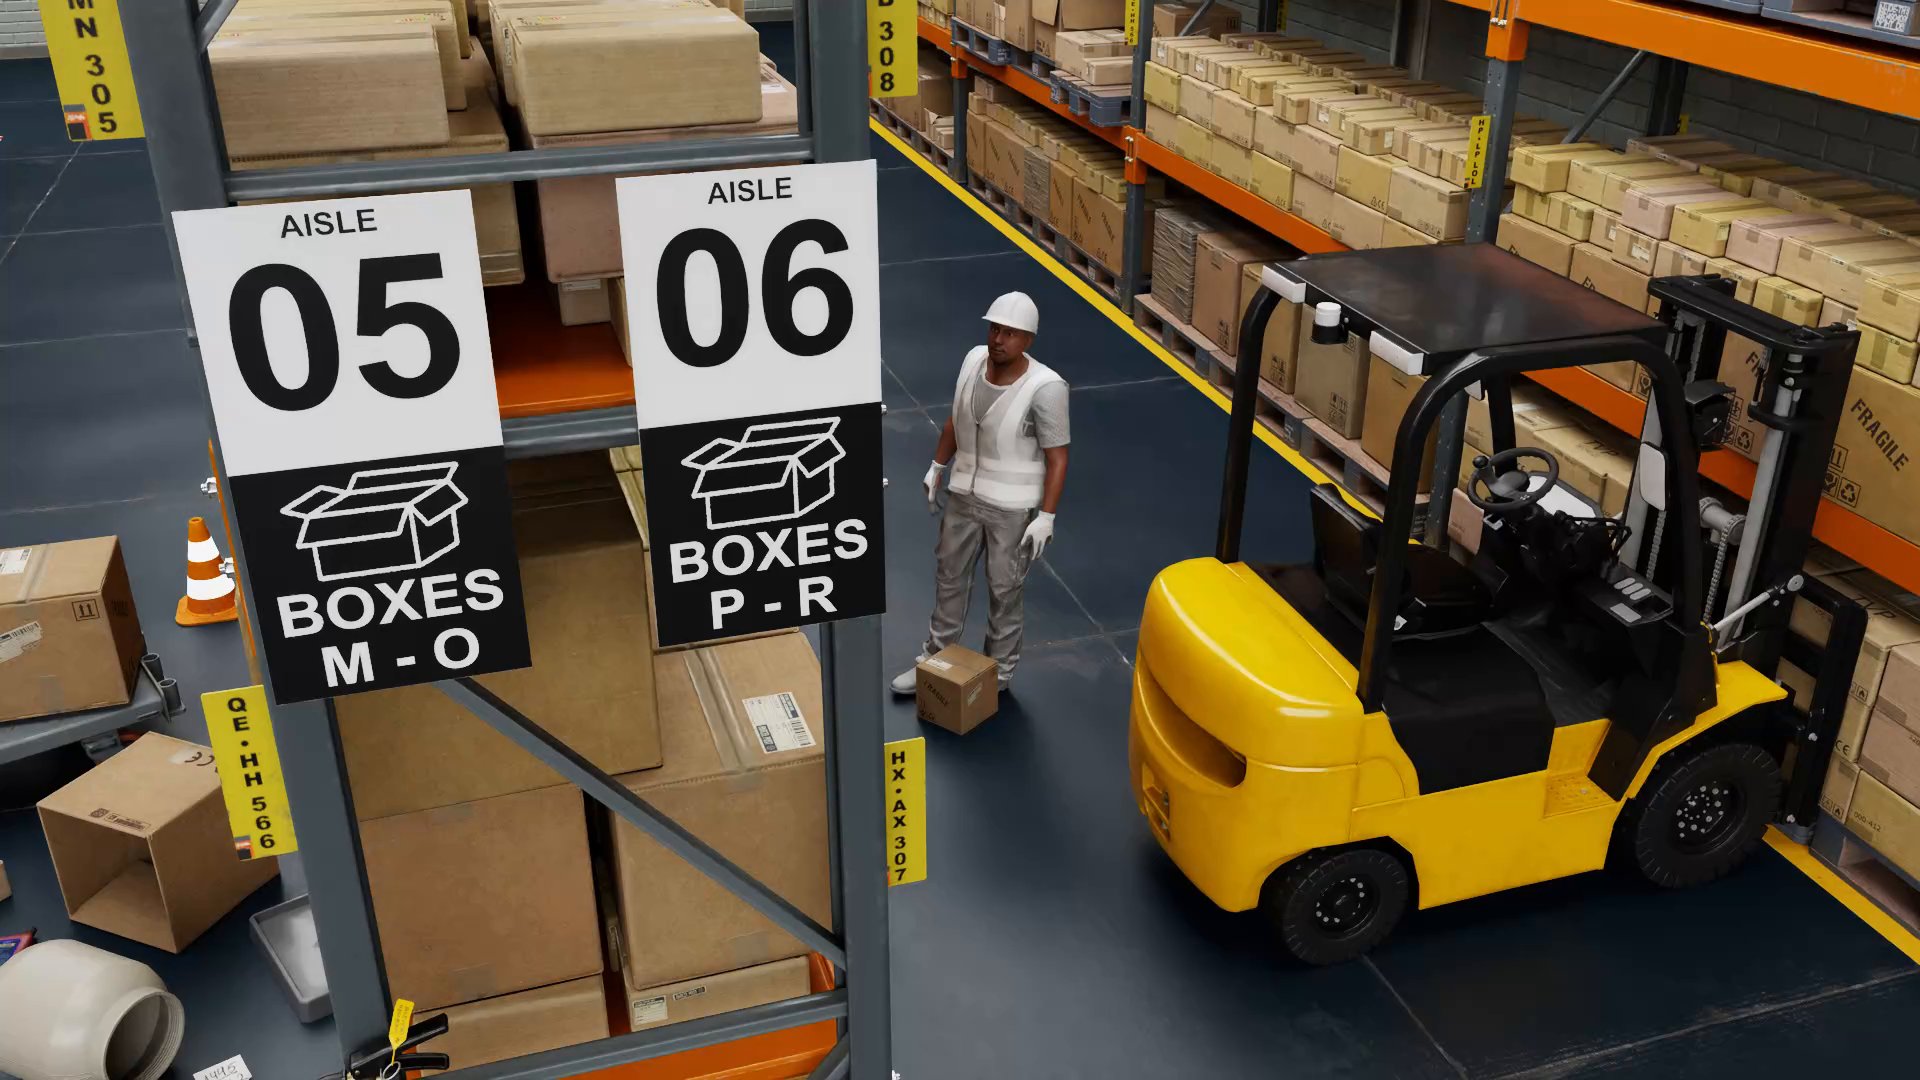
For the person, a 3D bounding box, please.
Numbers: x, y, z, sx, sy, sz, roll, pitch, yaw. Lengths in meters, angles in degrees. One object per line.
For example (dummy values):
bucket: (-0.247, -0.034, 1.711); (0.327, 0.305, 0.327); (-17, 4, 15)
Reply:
person: (0.093, -0.140, 6.858); (0.656, 1.784, 0.576); (21, 33, 36)
